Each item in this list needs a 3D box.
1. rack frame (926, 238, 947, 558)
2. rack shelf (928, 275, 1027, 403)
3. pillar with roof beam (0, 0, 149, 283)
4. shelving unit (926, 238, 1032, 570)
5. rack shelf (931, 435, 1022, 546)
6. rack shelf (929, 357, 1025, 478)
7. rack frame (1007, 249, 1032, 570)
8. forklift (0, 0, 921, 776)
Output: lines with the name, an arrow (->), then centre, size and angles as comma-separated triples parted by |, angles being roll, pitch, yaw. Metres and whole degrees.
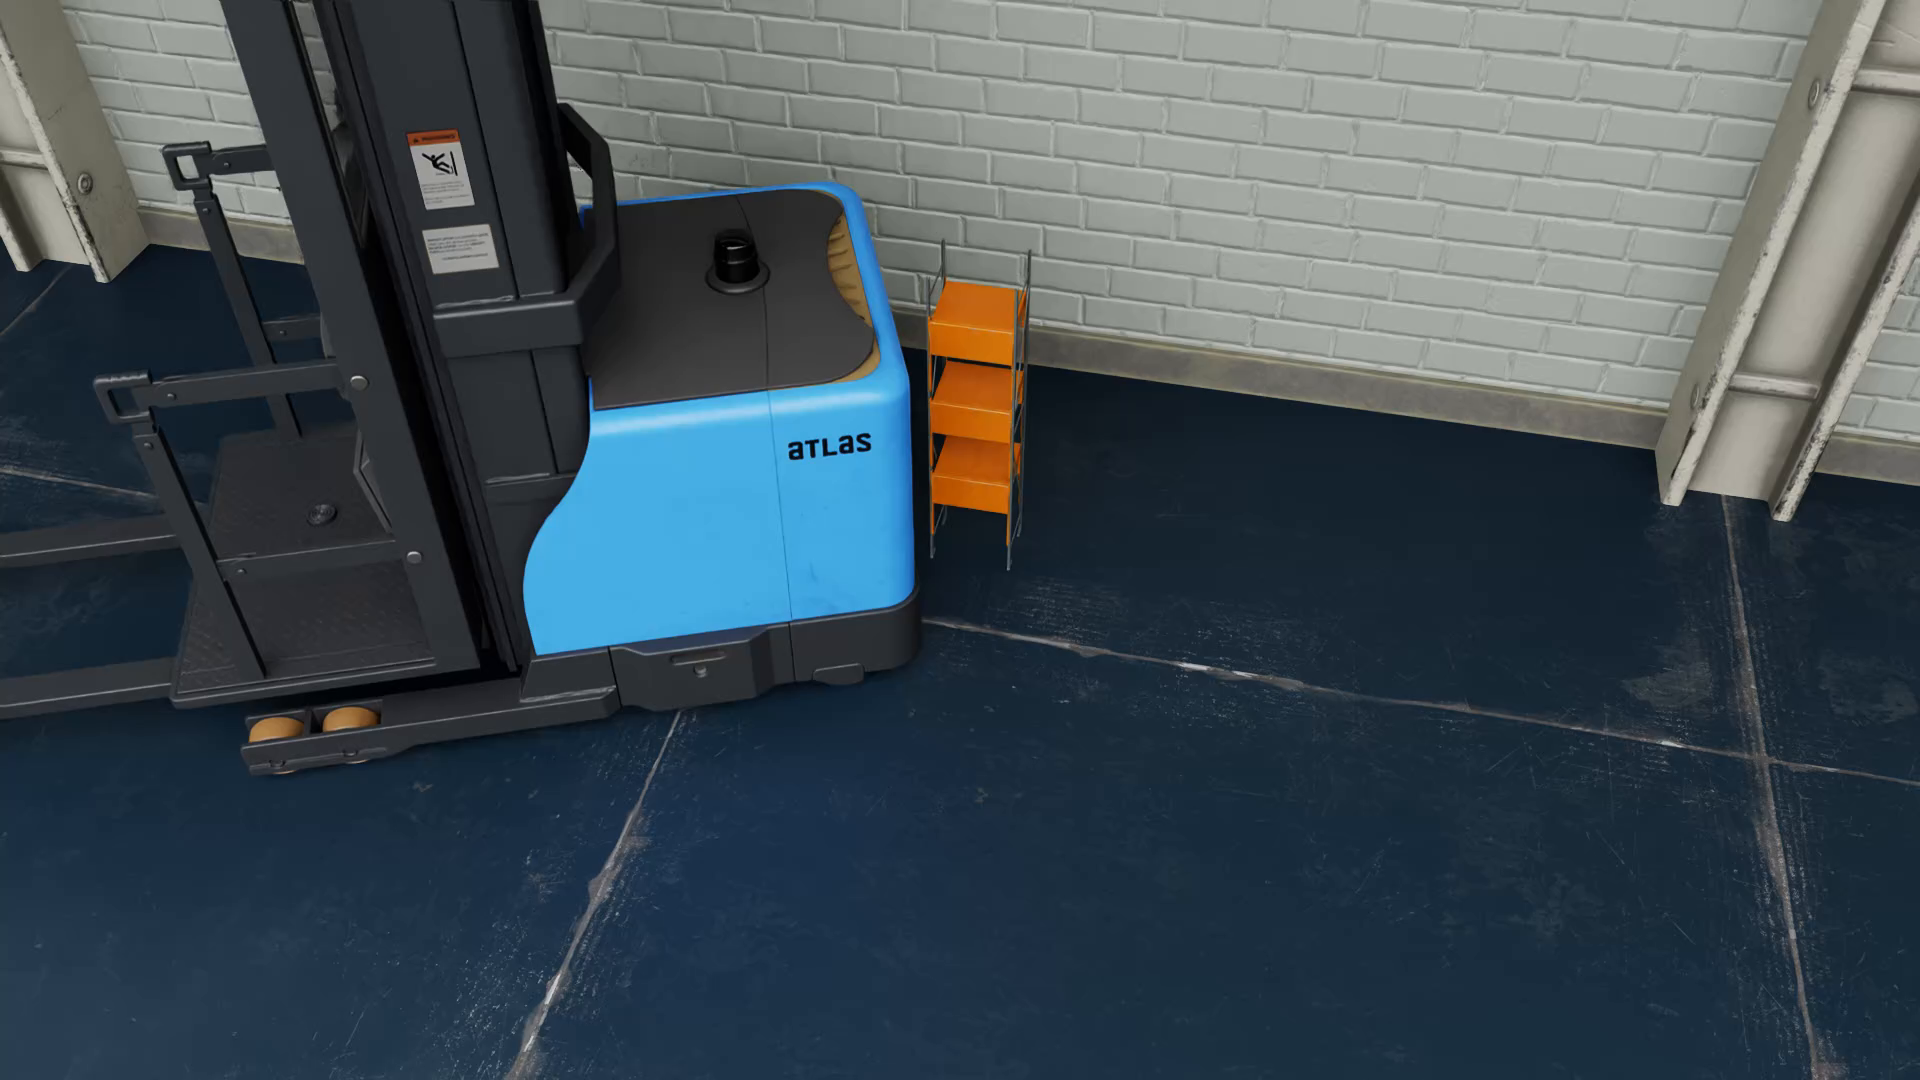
rack frame -> -0.067, -0.389, 4.897 | 0.008, 1.050, 0.200 | 9, 45, 9
rack shelf -> 0.052, -0.567, 4.688 | 0.240, 0.259, 0.215 | 9, 45, 9
pillar with roof beam -> -4.301, -1.429, 0.246 | 0.400, 9.000, 9.100 | 9, 45, 9
shelving unit -> 0.052, -0.370, 4.877 | 0.252, 1.050, 0.215 | 9, 45, 9
rack shelf -> 0.052, -0.162, 5.078 | 0.240, 0.259, 0.215 | 9, 45, 9
rack shelf -> 0.052, -0.363, 4.885 | 0.240, 0.259, 0.215 | 9, 45, 9
rack frame -> 0.171, -0.352, 4.858 | 0.008, 1.050, 0.200 | 9, 45, 9
forklift -> -1.681, -0.811, 3.979 | 3.031, 2.935, 1.130 | -7, 44, -8
